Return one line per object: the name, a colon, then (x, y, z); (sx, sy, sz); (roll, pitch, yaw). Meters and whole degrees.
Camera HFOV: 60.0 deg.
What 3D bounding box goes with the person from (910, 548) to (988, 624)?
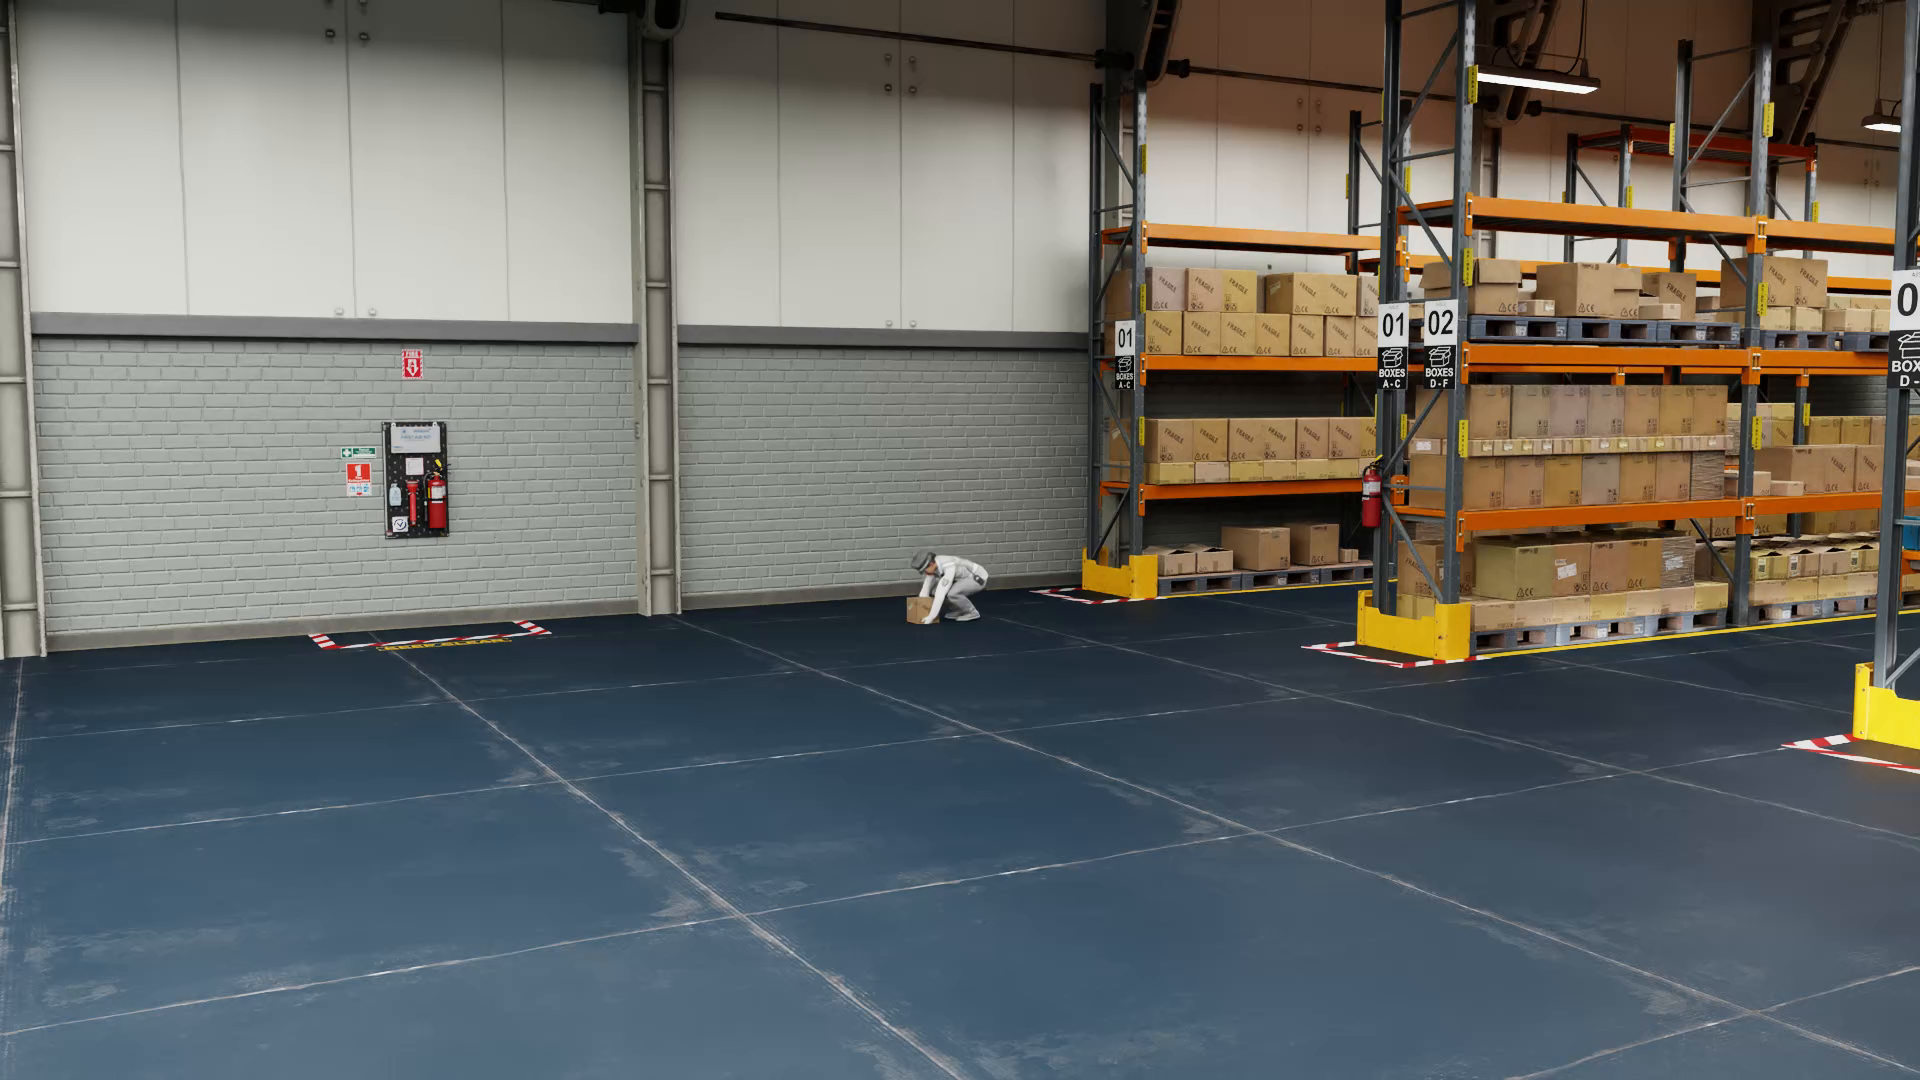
person: (-0.125, 0.487, 17.384); (0.894, 0.835, 0.467); (-3, 6, -30)
